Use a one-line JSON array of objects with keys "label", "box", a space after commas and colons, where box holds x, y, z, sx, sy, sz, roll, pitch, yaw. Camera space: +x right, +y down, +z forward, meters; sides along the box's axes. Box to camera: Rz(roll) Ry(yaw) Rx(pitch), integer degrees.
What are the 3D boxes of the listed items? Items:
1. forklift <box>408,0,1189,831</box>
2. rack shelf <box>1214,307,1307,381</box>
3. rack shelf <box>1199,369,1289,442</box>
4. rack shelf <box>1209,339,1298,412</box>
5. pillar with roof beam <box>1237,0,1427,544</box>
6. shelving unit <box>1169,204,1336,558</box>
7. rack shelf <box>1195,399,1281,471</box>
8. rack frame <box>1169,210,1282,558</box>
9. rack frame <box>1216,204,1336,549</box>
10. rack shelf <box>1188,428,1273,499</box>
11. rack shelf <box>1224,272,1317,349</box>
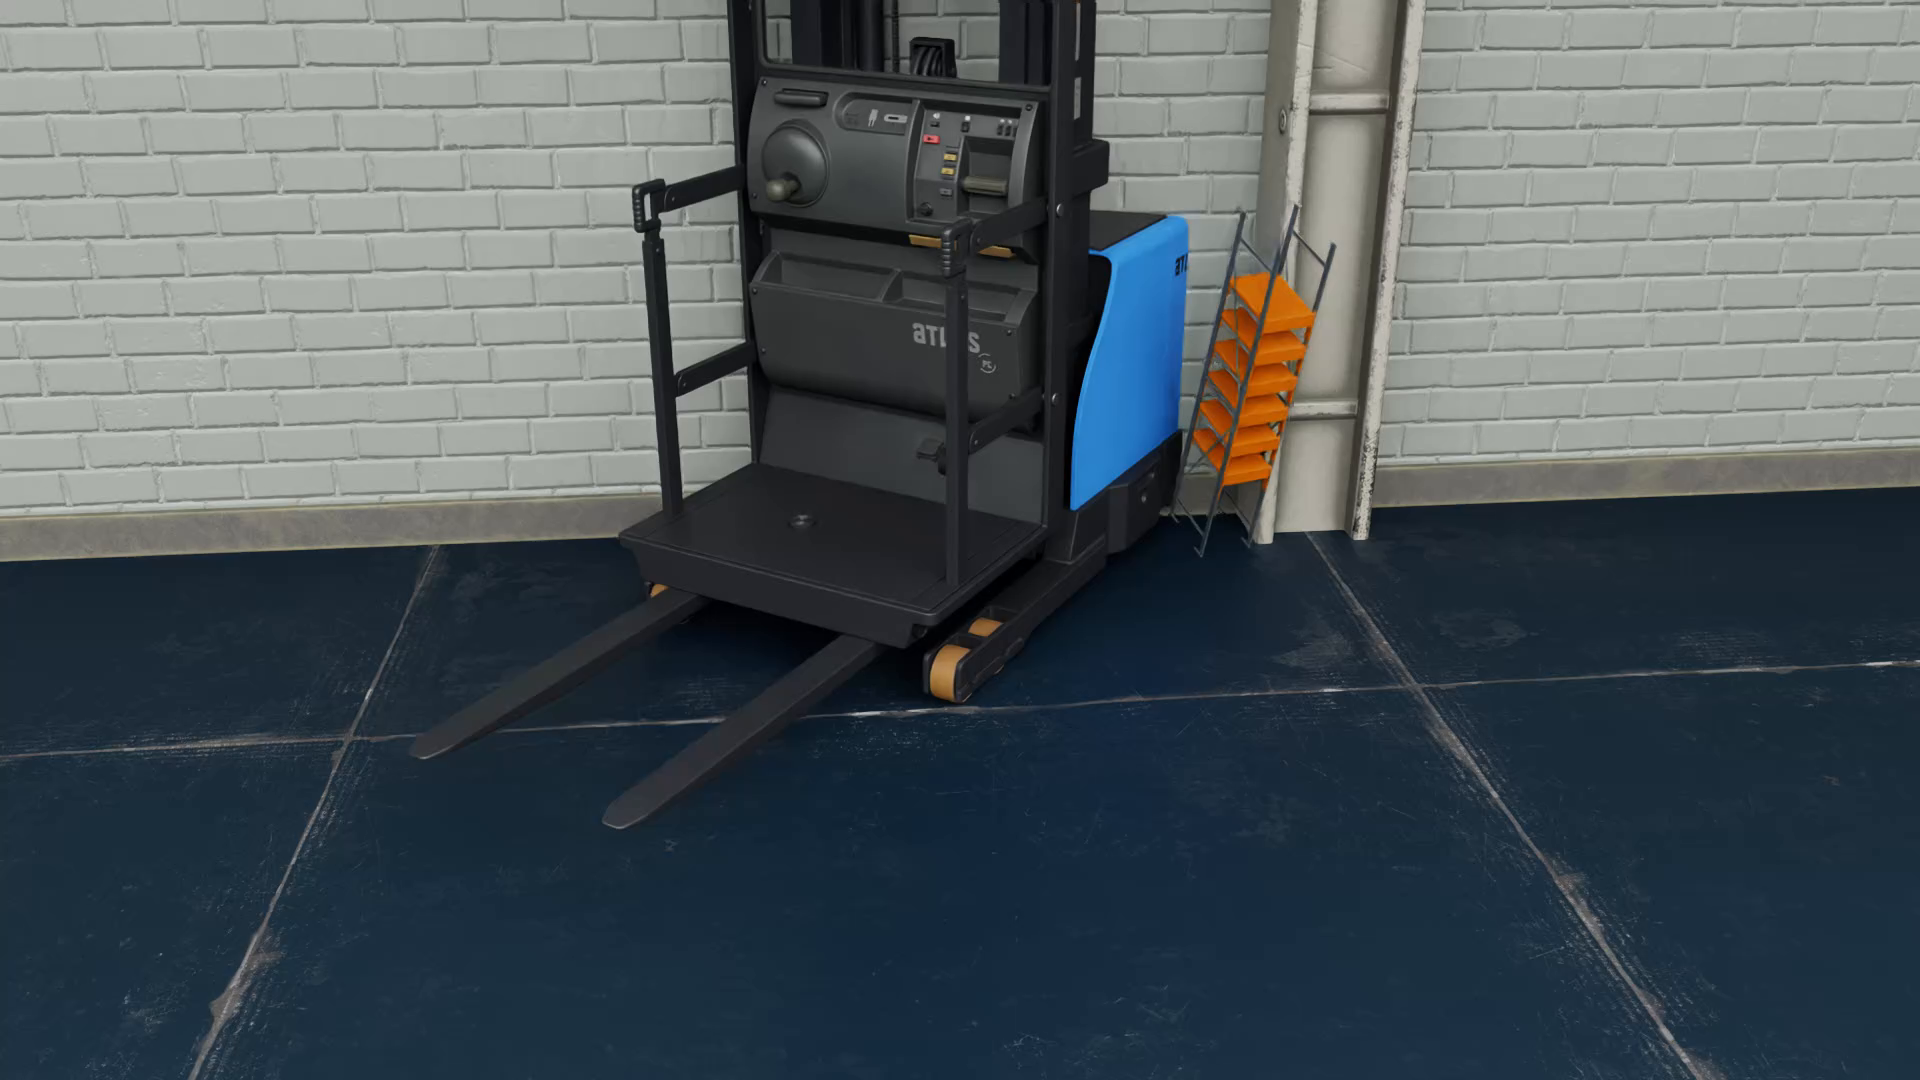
[{"label": "forklift", "box": [-0.310, -1.087, 4.587, 1.130, 2.935, 3.031, 13, 27, 27]}, {"label": "rack shelf", "box": [0.931, -0.622, 5.176, 0.180, 0.103, 0.258, -11, 45, -19]}, {"label": "rack shelf", "box": [0.908, -0.444, 5.336, 0.180, 0.103, 0.258, -11, 45, -19]}, {"label": "rack shelf", "box": [0.919, -0.533, 5.256, 0.180, 0.103, 0.258, -11, 45, -19]}, {"label": "pillar with roof beam", "box": [1.626, -2.429, 0.135, 0.400, 9.000, 9.100, -2, 24, -5]}, {"label": "shelving unit", "box": [0.912, -0.477, 5.306, 0.189, 1.200, 0.258, -11, 45, -19]}, {"label": "rack shelf", "box": [0.896, -0.355, 5.416, 0.180, 0.103, 0.258, -11, 45, -19]}, {"label": "rack frame", "box": [0.827, -0.461, 5.276, 0.006, 1.200, 0.240, -11, 45, -19]}, {"label": "rack frame", "box": [0.997, -0.493, 5.336, 0.006, 1.200, 0.240, -11, 45, -19]}, {"label": "rack shelf", "box": [0.885, -0.267, 5.495, 0.180, 0.103, 0.258, -11, 45, -19]}, {"label": "rack shelf", "box": [0.942, -0.711, 5.096, 0.180, 0.103, 0.258, -11, 45, -19]}]
